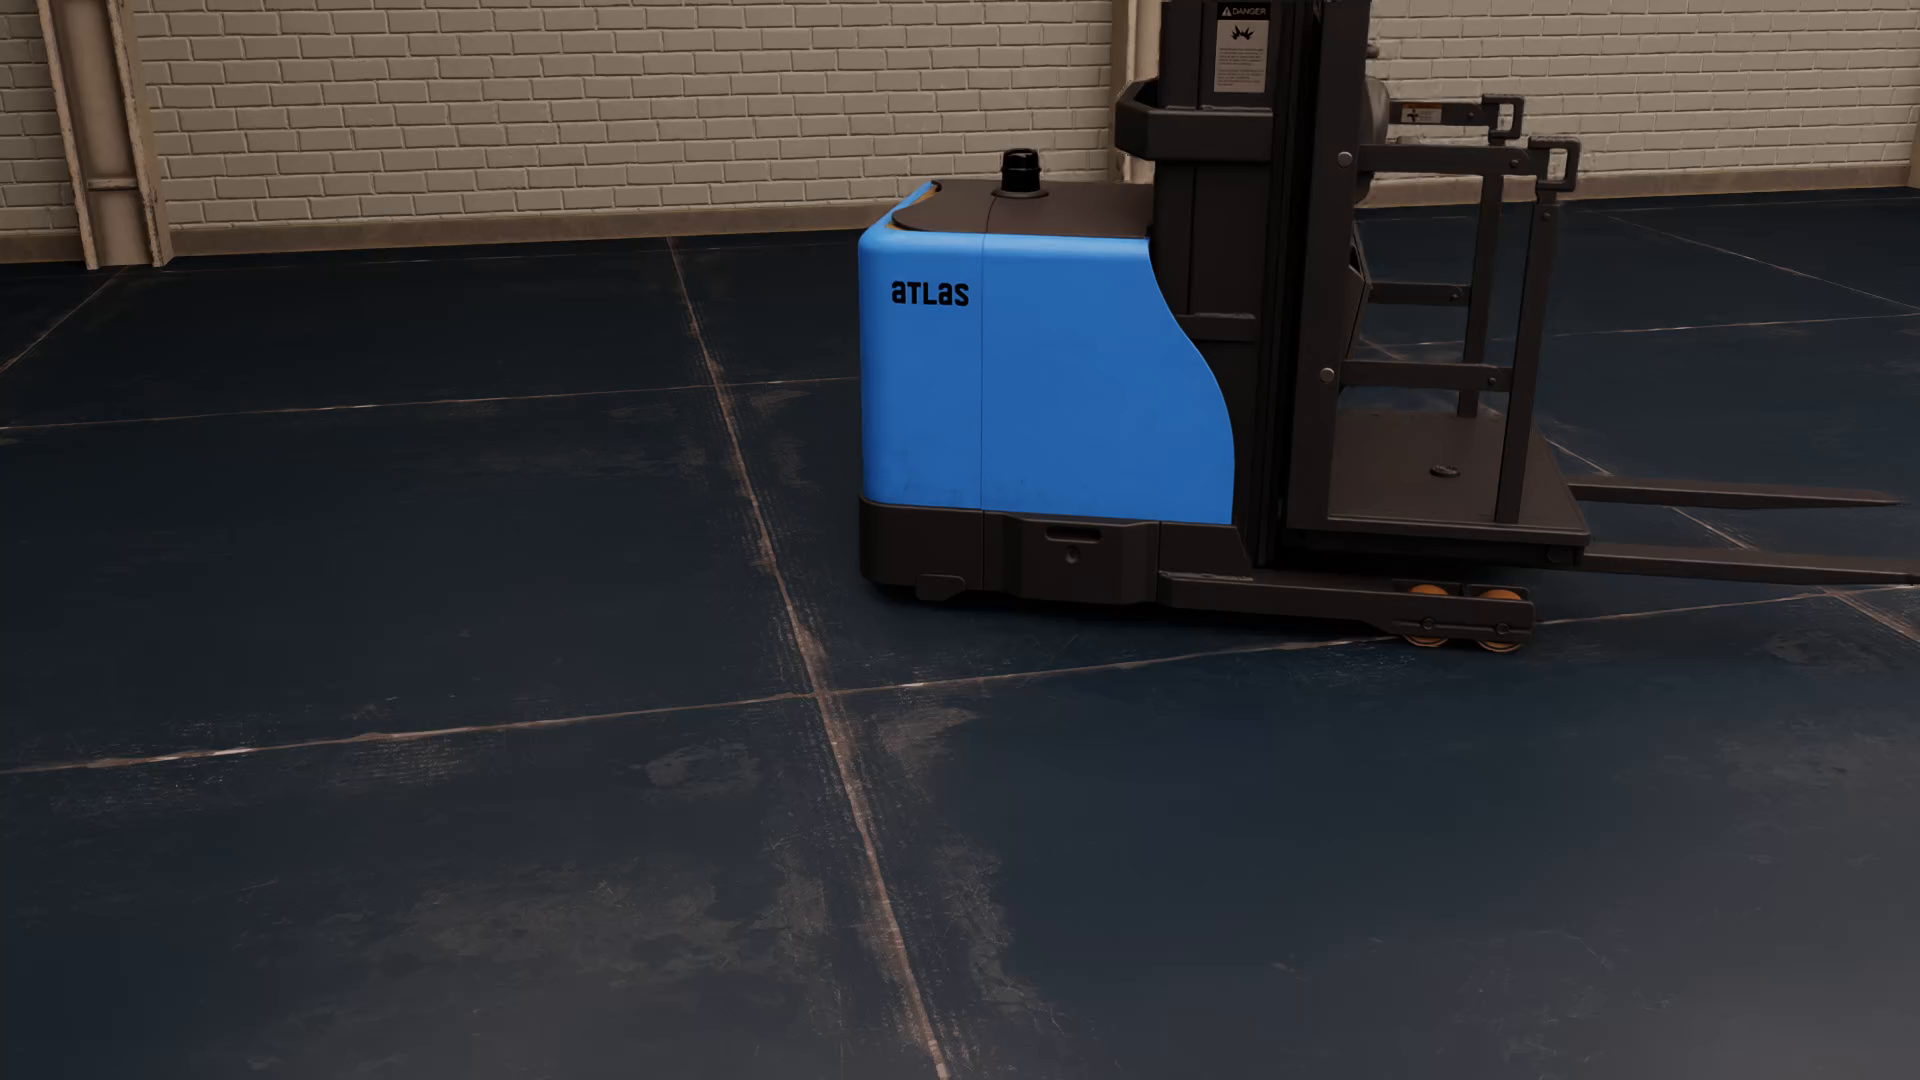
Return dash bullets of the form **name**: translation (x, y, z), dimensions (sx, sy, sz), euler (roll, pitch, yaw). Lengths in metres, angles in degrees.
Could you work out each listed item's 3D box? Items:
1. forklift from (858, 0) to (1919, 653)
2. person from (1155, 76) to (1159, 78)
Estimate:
- **forklift**: translation (1.275, -1.270, 4.516), dimensions (3.031, 2.935, 1.130), euler (4, 21, 9)
- **person**: translation (0.895, -0.881, 5.326), dimensions (0.709, 1.578, 0.695), euler (19, 28, 40)
